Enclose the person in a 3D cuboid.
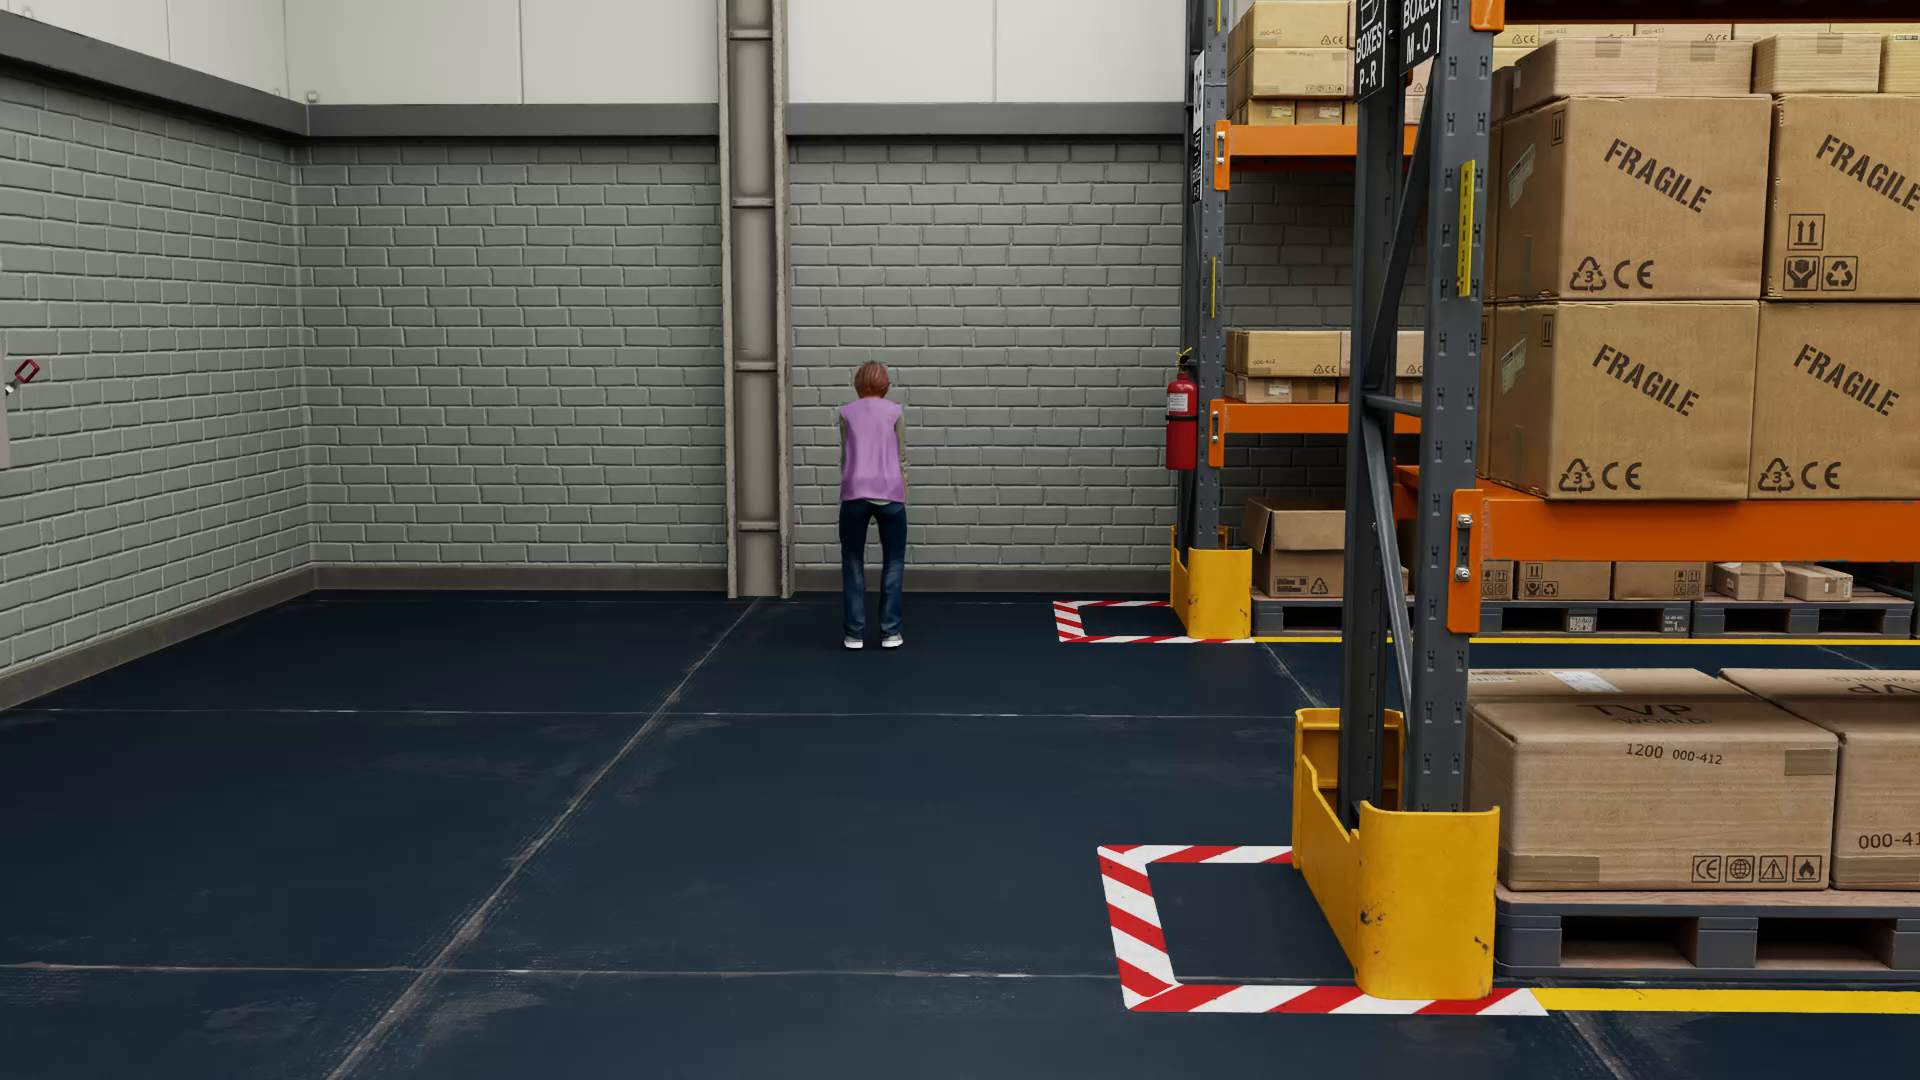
[{"bbox_3d":[-0.473,-0.215,8.983,0.375,1.599,0.496,0,7,1],"label":"person"}]
